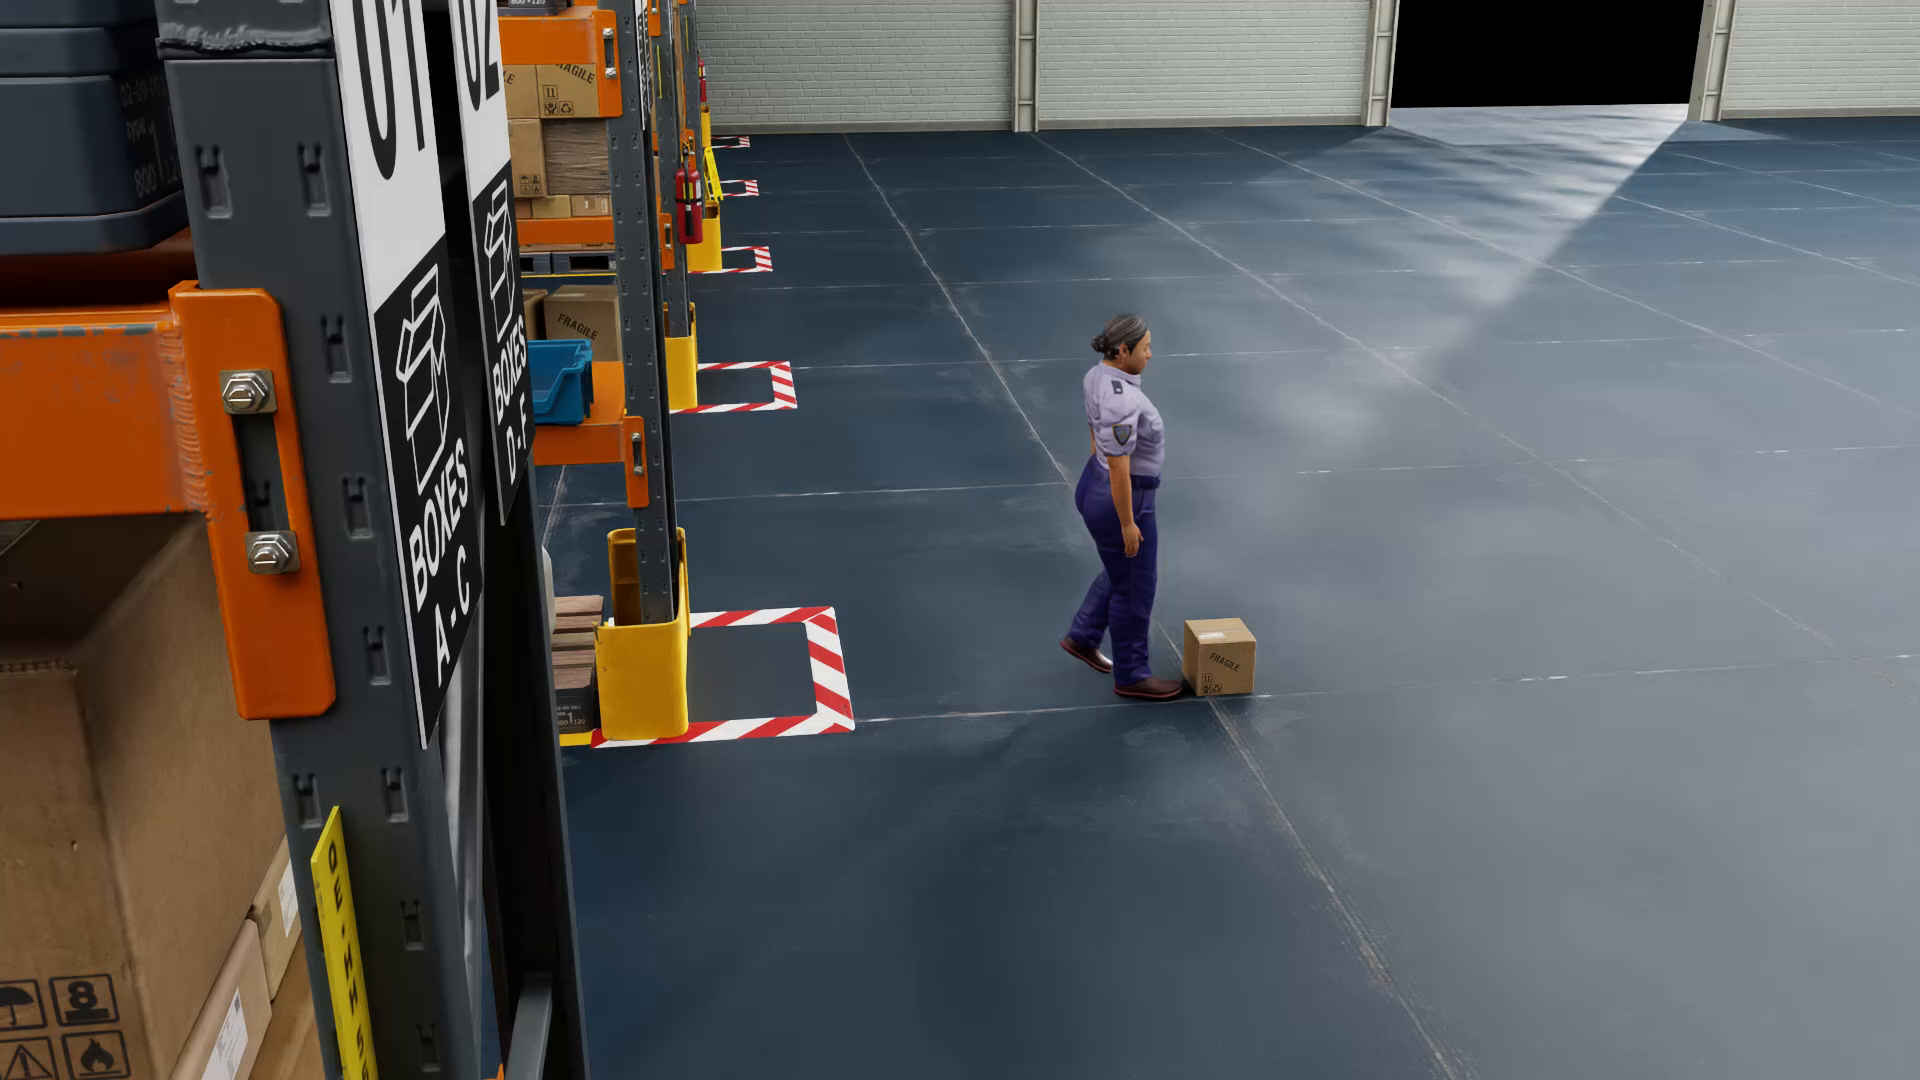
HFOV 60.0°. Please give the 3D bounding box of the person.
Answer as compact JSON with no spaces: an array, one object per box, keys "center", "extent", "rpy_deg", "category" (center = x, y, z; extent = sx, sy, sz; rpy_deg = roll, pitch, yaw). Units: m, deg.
[{"center":[0.700,-0.131,6.932],"extent":[0.492,1.672,0.511],"rpy_deg":[-3,20,-7],"category":"person"}]
